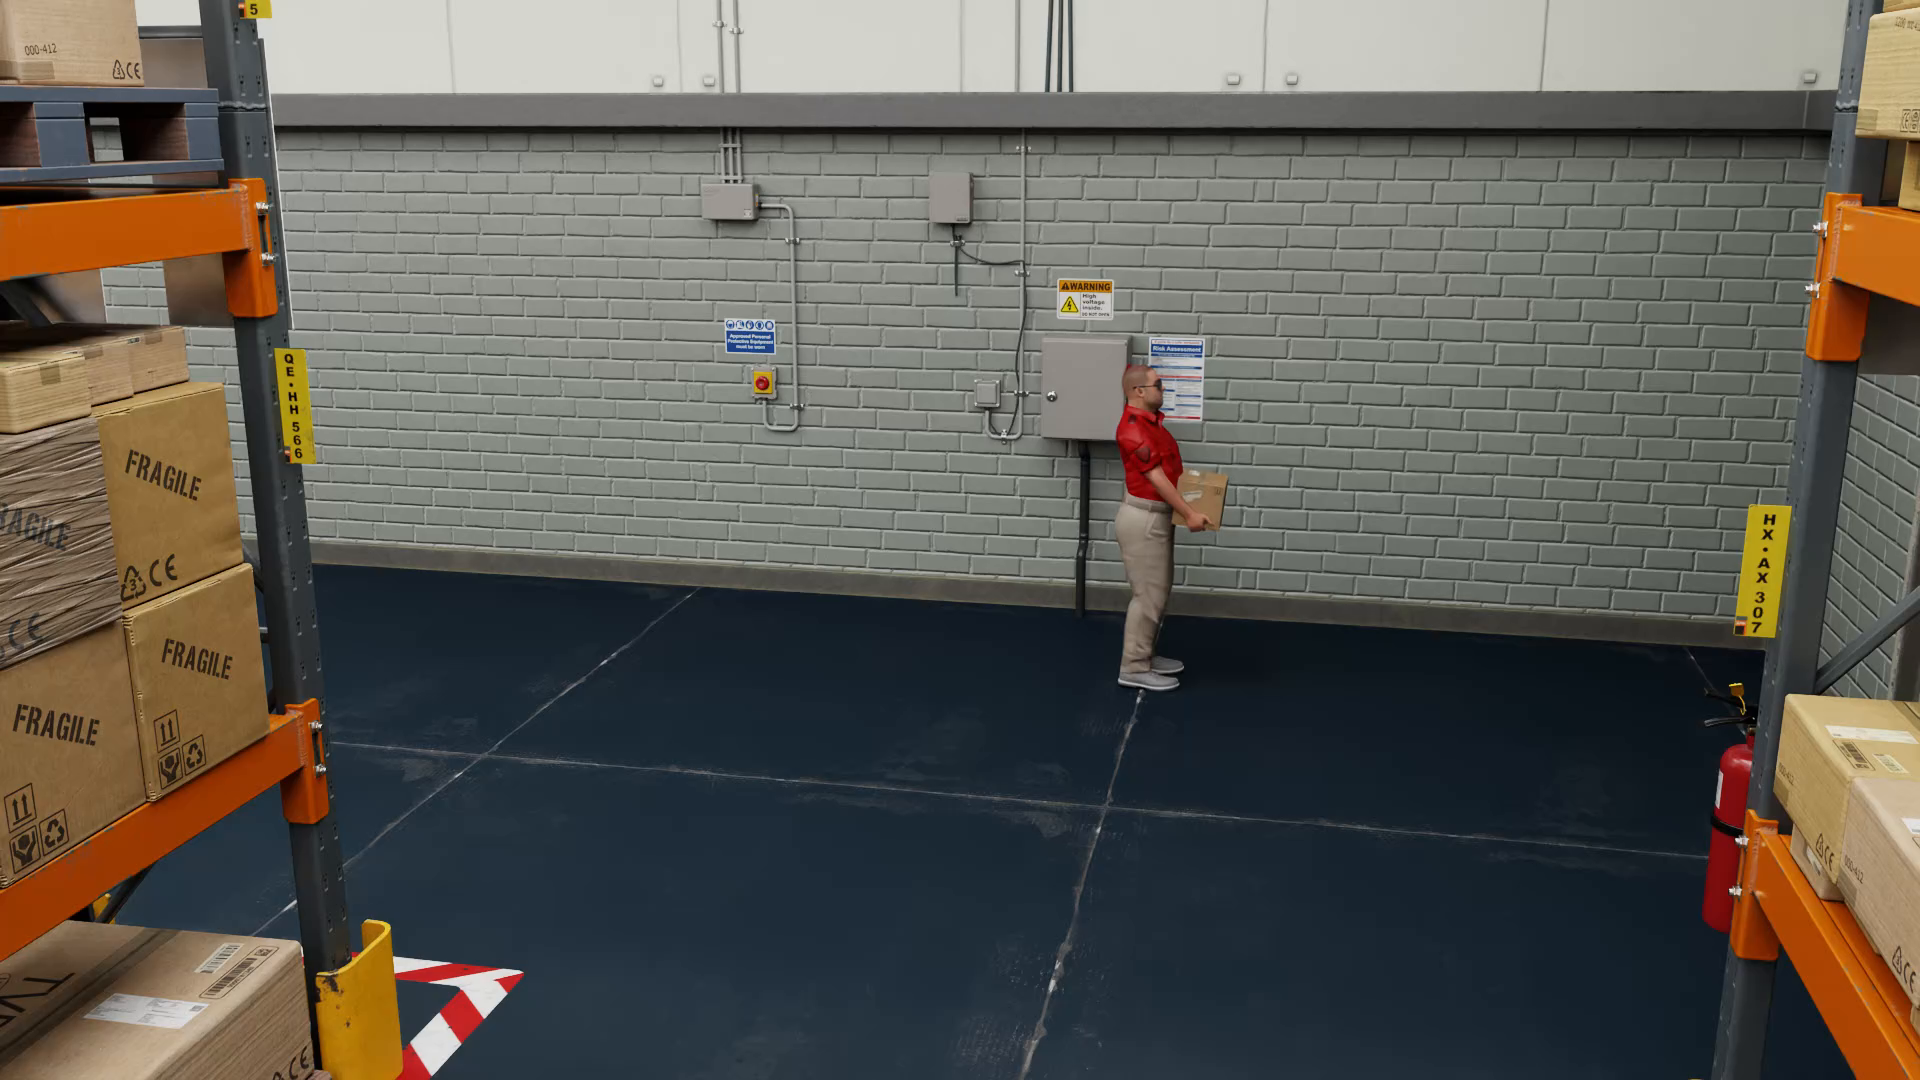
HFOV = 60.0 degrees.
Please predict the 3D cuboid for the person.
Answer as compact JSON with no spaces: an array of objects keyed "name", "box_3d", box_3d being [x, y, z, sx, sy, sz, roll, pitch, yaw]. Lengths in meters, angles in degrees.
[{"name":"person","box_3d":[1.097,-0.074,8.855,0.531,1.713,0.494,3,15,12]}]
